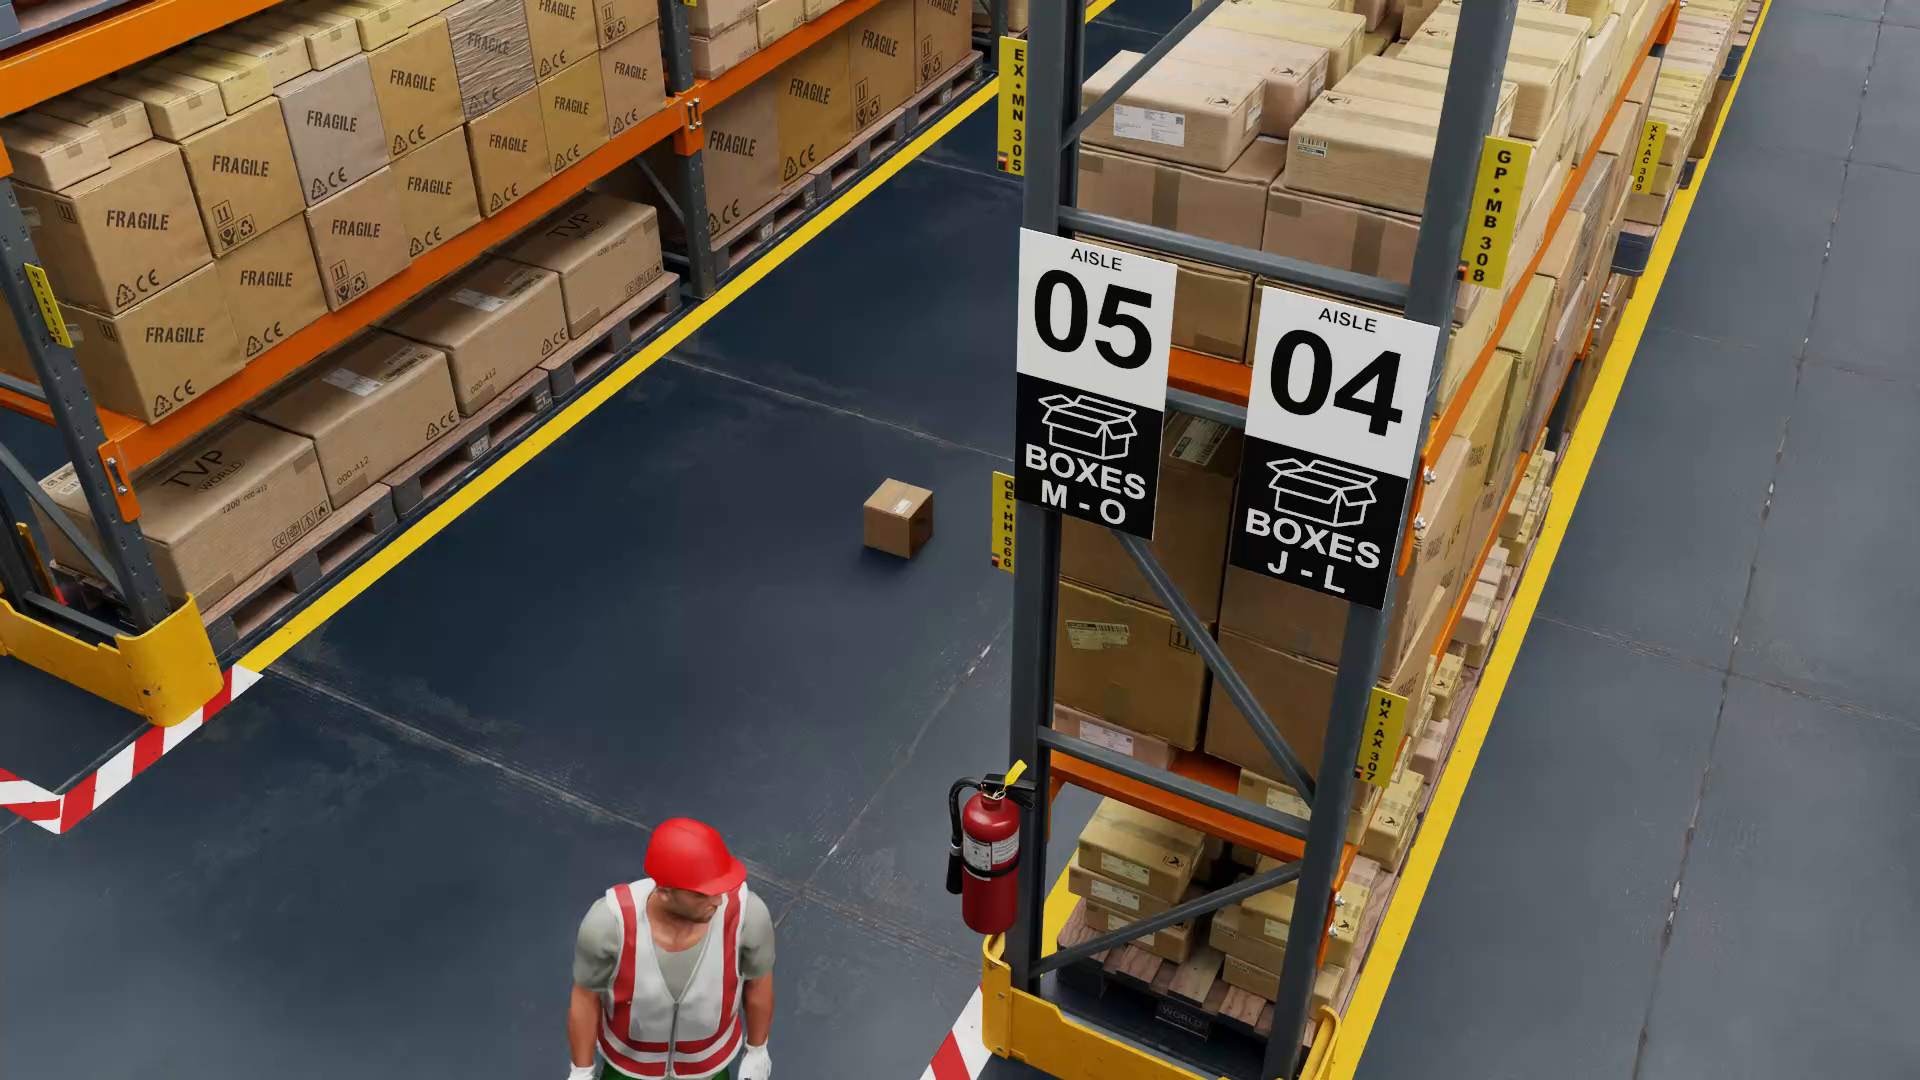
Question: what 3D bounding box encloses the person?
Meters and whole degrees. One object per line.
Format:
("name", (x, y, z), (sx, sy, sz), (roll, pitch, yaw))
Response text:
("person", (-0.829, 1.498, 4.760), (0.658, 1.777, 0.438), (-5, 38, -7))
